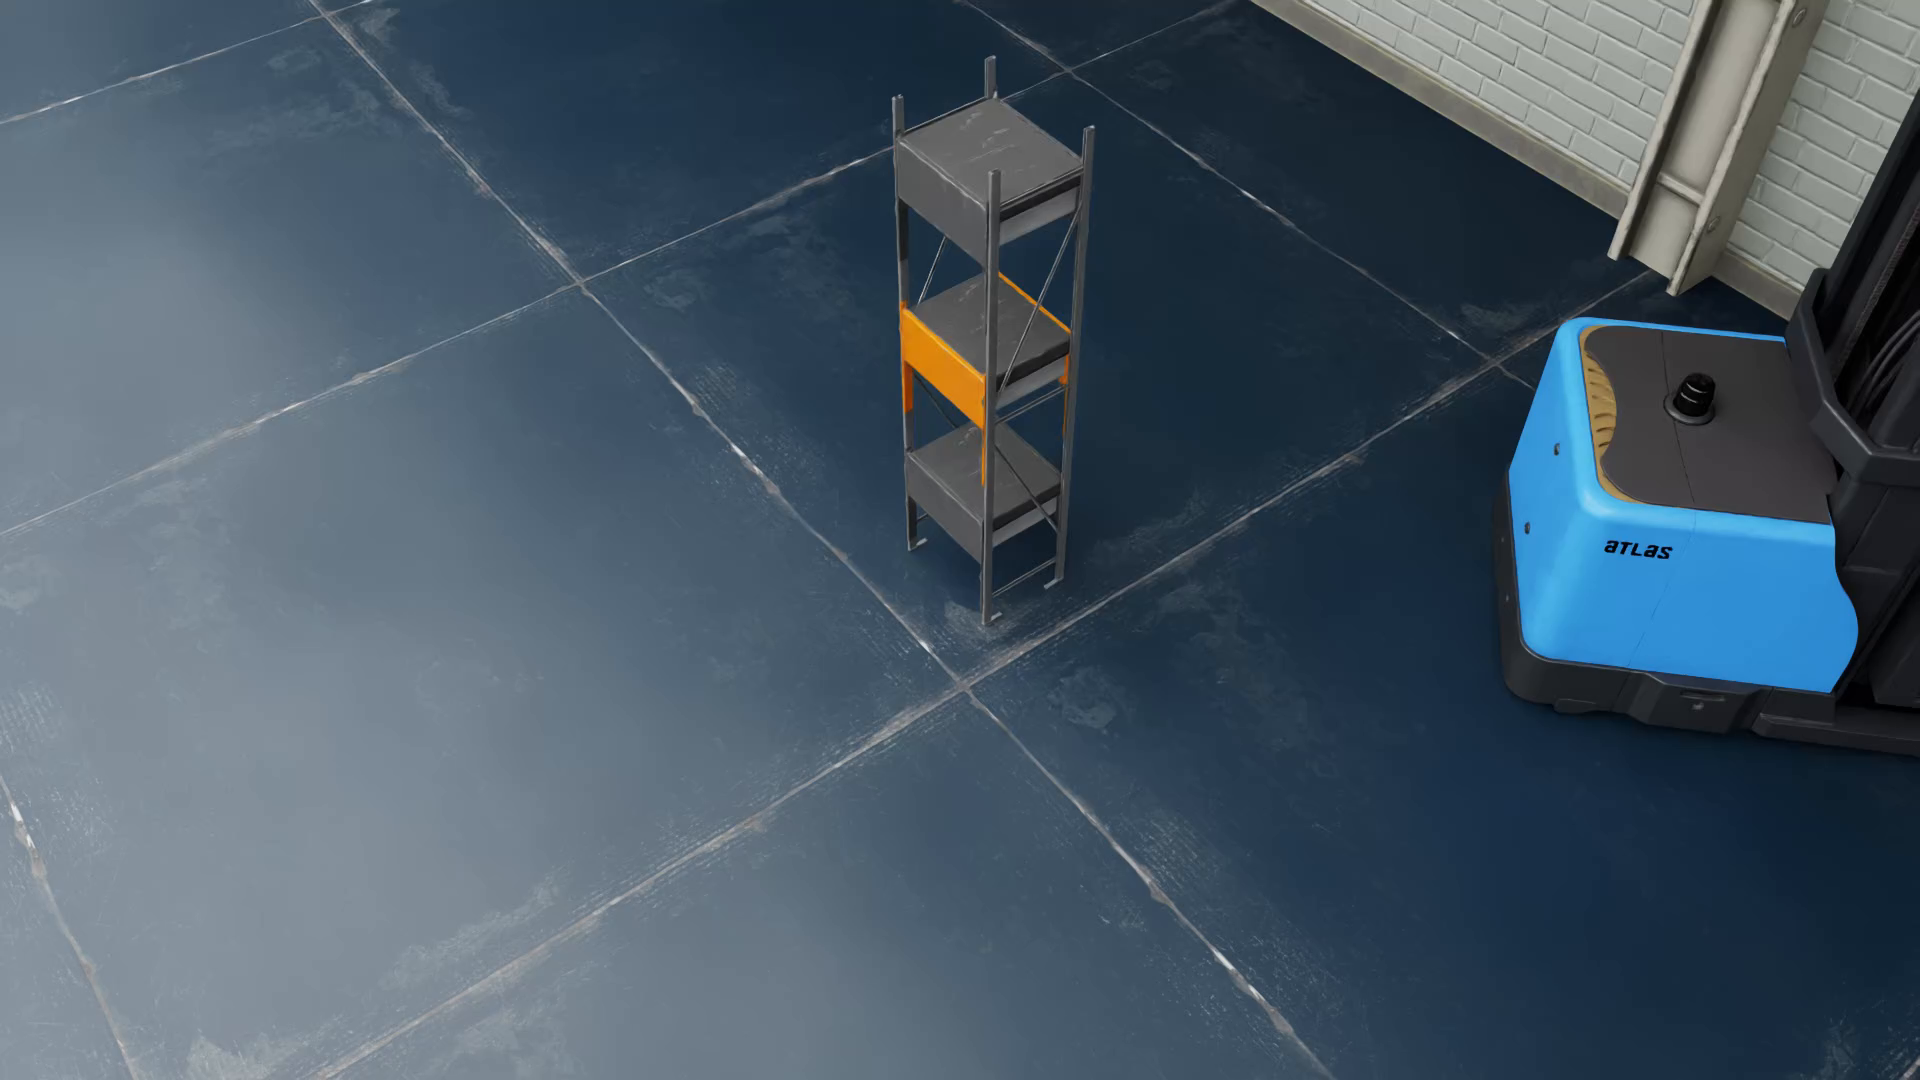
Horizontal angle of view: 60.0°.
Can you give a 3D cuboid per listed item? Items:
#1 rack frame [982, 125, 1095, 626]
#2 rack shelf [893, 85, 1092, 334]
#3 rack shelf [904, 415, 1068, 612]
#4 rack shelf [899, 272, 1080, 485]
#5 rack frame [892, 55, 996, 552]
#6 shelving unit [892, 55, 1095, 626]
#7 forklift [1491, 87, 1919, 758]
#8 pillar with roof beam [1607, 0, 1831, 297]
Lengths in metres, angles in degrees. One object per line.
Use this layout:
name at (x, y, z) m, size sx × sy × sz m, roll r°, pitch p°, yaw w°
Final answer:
rack frame at (0.248, -0.464, 5.752) m, size 0.400 × 2.100 × 0.015 m, roll -29°, pitch 54°, yaw -24°
rack shelf at (0.100, -1.069, 5.374) m, size 0.431 × 0.518 × 0.480 m, roll -29°, pitch 54°, yaw -24°
rack shelf at (0.100, -0.128, 6.411) m, size 0.431 × 0.518 × 0.480 m, roll -29°, pitch 54°, yaw -24°
rack shelf at (0.100, -0.598, 5.893) m, size 0.431 × 0.518 × 0.480 m, roll -29°, pitch 54°, yaw -24°
rack frame at (-0.048, -0.751, 6.013) m, size 0.400 × 2.100 × 0.015 m, roll -29°, pitch 54°, yaw -24°
shelving unit at (0.100, -0.608, 5.882) m, size 0.431 × 2.100 × 0.503 m, roll -29°, pitch 54°, yaw -24°
forklift at (3.585, -0.558, 5.277) m, size 3.031 × 2.935 × 1.130 m, roll 7°, pitch 48°, yaw 6°
pillar with roof beam at (-0.078, -2.413, 2.862) m, size 9.100 × 9.000 × 0.400 m, roll -29°, pitch 54°, yaw -24°
